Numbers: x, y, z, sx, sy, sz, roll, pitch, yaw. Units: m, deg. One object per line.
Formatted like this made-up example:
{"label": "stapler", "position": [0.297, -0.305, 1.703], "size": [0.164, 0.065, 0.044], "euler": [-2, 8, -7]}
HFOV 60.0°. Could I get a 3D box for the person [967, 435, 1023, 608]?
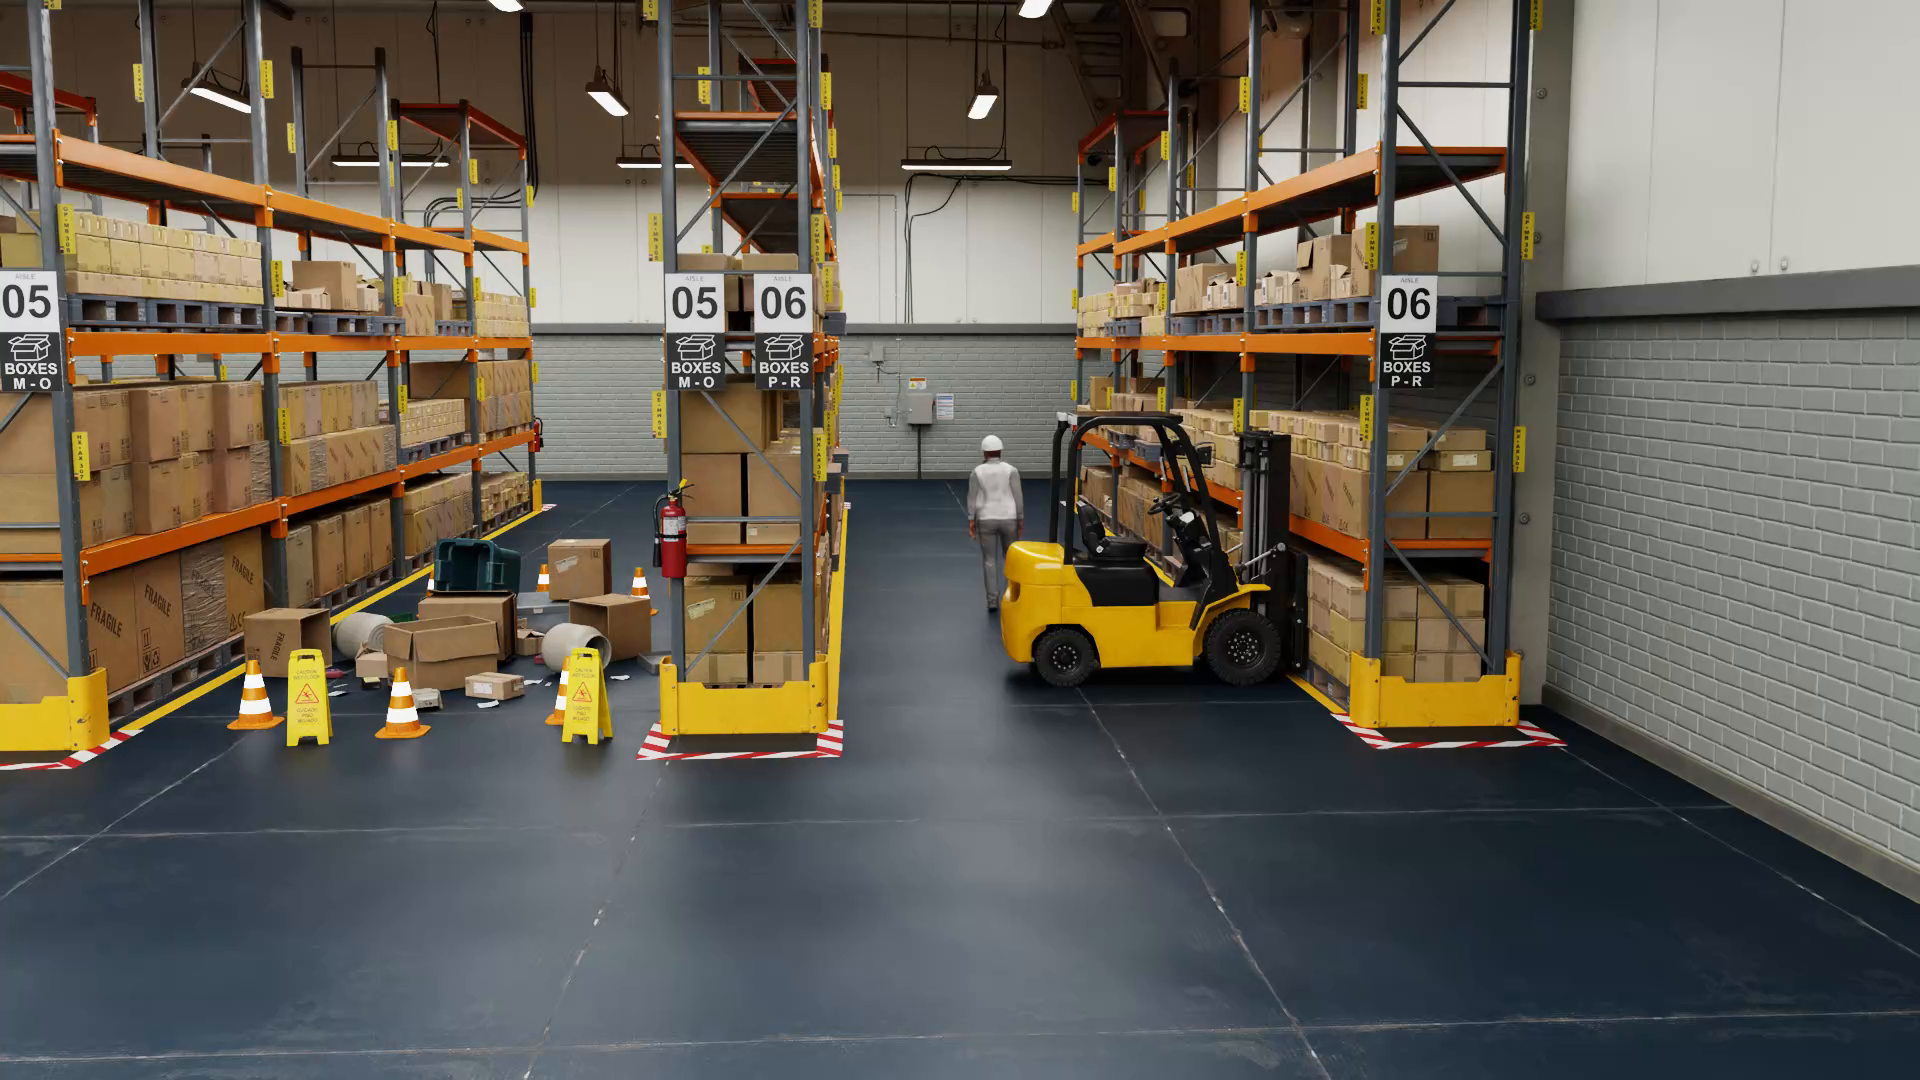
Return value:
{"label": "person", "position": [0.391, -0.164, 17.118], "size": [0.644, 1.817, 0.520], "euler": [0, 7, 0]}
